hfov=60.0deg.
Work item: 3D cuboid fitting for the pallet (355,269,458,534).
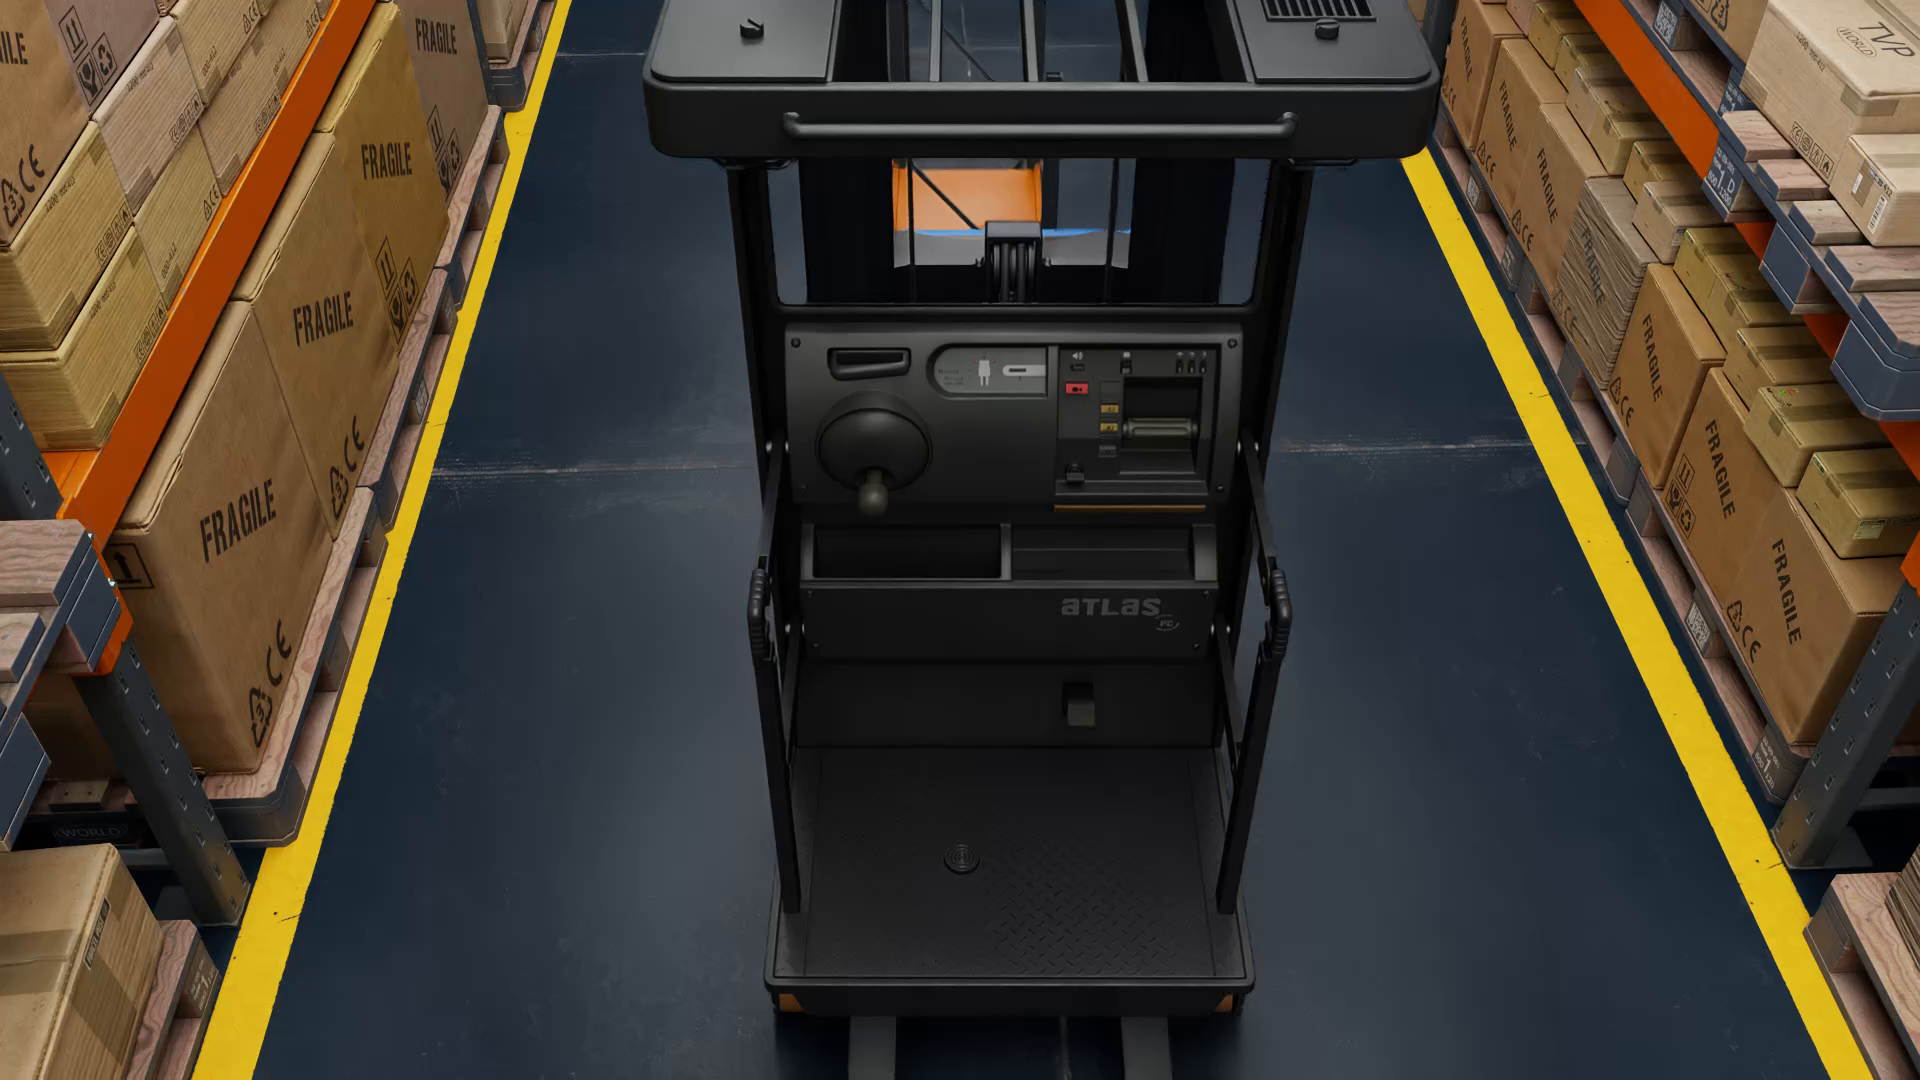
[{"bbox_3d":[-2.324,-0.485,5.622,1.003,0.211,1.213,-2,43,-2],"label":"pallet"}]

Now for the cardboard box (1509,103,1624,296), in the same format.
[{"bbox_3d":[2.318,-1.206,5.885,0.500,0.500,0.500,-3,43,-3],"label":"cardboard box"}]

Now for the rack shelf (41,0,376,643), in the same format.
[{"bbox_3d":[-2.402,-1.241,4.917,1.077,0.370,4.000,-2,43,-2],"label":"rack shelf"}]

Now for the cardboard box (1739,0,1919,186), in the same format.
[{"bbox_3d":[2.274,-1.104,4.035,0.500,0.250,0.500,-3,43,-4],"label":"cardboard box"}]

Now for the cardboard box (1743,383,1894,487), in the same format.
[{"bbox_3d":[2.326,-0.283,4.398,0.380,0.149,0.250,-4,43,-4],"label":"cardboard box"}]

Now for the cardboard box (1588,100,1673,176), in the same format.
[{"bbox_3d":[2.340,-1.345,5.556,0.380,0.149,0.250,0,43,0],"label":"cardboard box"}]

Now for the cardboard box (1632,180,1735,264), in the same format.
[{"bbox_3d":[2.340,-0.996,5.176,0.380,0.149,0.250,-4,43,-4],"label":"cardboard box"}]

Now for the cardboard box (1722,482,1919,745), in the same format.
[{"bbox_3d":[2.410,0.186,4.366,0.500,0.500,0.500,-1,43,-1],"label":"cardboard box"}]

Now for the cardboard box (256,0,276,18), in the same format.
[{"bbox_3d":[-2.129,-1.663,4.586,0.500,0.250,0.500,-1,43,-1],"label":"cardboard box"}]

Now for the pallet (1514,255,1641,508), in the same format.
[{"bbox_3d":[2.600,-0.600,5.749,1.003,0.211,1.213,-2,43,-2],"label":"pallet"}]

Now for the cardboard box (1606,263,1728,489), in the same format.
[{"bbox_3d":[2.374,-0.505,5.121,0.500,0.500,0.500,0,43,0],"label":"cardboard box"}]

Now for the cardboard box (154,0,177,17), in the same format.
[{"bbox_3d":[-2.131,-1.586,3.947,0.500,0.500,0.500,-1,43,-1],"label":"cardboard box"}]

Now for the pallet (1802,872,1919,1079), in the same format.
[{"bbox_3d":[2.638,1.283,3.694,1.003,0.211,1.213,-2,43,-2],"label":"pallet"}]

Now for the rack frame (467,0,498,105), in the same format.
[{"bbox_3d":[-2.487,-2.857,6.147,1.000,3.000,0.127,-2,43,-2],"label":"rack frame"}]

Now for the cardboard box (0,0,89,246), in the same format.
[{"bbox_3d":[-2.093,-0.902,3.200,0.500,0.500,0.500,-3,43,-3],"label":"cardboard box"}]

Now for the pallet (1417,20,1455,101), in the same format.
[{"bbox_3d":[2.444,-2.437,7.753,1.003,0.211,1.213,-2,43,-2],"label":"pallet"}]

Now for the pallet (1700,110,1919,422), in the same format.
[{"bbox_3d":[2.543,-0.686,3.921,1.213,0.211,1.003,-2,43,-2],"label":"pallet"}]

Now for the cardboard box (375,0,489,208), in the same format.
[{"bbox_3d":[-2.380,-1.812,6.269,0.875,0.875,0.875,0,43,0],"label":"cardboard box"}]

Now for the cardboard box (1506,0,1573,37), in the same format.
[{"bbox_3d":[2.311,-2.040,6.314,0.380,0.149,0.250,-3,43,-3],"label":"cardboard box"}]

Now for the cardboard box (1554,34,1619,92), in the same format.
[{"bbox_3d":[2.358,-1.682,5.924,0.380,0.149,0.250,-2,43,-3],"label":"cardboard box"}]

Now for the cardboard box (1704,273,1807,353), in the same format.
[{"bbox_3d":[2.393,-0.642,4.790,0.380,0.149,0.250,0,43,-1],"label":"cardboard box"}]

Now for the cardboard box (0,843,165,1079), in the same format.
[{"bbox_3d":[-2.303,1.039,3.530,0.950,0.372,0.625,-4,43,-5],"label":"cardboard box"}]

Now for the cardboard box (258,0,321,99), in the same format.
[{"bbox_3d":[-2.166,-1.472,4.747,0.500,0.250,0.500,-2,43,-2],"label":"cardboard box"}]

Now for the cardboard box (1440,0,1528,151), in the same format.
[{"bbox_3d":[2.268,-1.902,6.644,0.500,0.500,0.500,0,43,0],"label":"cardboard box"}]

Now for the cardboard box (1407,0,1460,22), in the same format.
[{"bbox_3d":[2.155,-2.473,7.528,0.380,0.149,0.250,-3,43,-3],"label":"cardboard box"}]

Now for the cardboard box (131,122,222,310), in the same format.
[{"bbox_3d":[-2.126,-0.785,3.997,0.500,0.250,0.500,-3,43,-3],"label":"cardboard box"}]

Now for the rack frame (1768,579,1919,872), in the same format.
[{"bbox_3d":[2.642,-0.301,3.359,1.000,3.000,0.127,-2,43,-2],"label":"rack frame"}]

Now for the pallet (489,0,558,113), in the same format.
[{"bbox_3d":[-2.441,-2.345,7.652,1.003,0.211,1.213,-2,43,-2],"label":"pallet"}]

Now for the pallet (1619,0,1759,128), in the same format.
[{"bbox_3d":[2.555,-1.543,4.856,1.003,0.211,1.213,-2,43,-2],"label":"pallet"}]

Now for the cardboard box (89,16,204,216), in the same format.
[{"bbox_3d":[-2.112,-0.984,3.844,0.500,0.250,0.500,-1,43,-1],"label":"cardboard box"}]

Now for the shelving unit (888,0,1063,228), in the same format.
[{"bbox_3d":[0.022,-1.027,5.260,0.587,1.500,1.083,0,43,0],"label":"shelving unit"}]

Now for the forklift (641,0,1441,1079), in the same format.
[{"bbox_3d":[0.111,-0.161,3.256,1.130,2.935,3.031,0,43,0],"label":"forklift"}]

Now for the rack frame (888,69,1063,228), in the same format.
[{"bbox_3d":[0.021,-0.677,4.879,0.500,1.500,0.032,0,43,0],"label":"rack frame"}]

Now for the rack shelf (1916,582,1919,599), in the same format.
[{"bbox_3d":[2.727,1.314,2.129,1.077,0.370,4.000,-2,43,-2],"label":"rack shelf"}]

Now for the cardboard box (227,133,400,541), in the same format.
[{"bbox_3d":[-2.297,-0.599,4.945,0.875,0.875,0.875,-1,43,-1],"label":"cardboard box"}]
